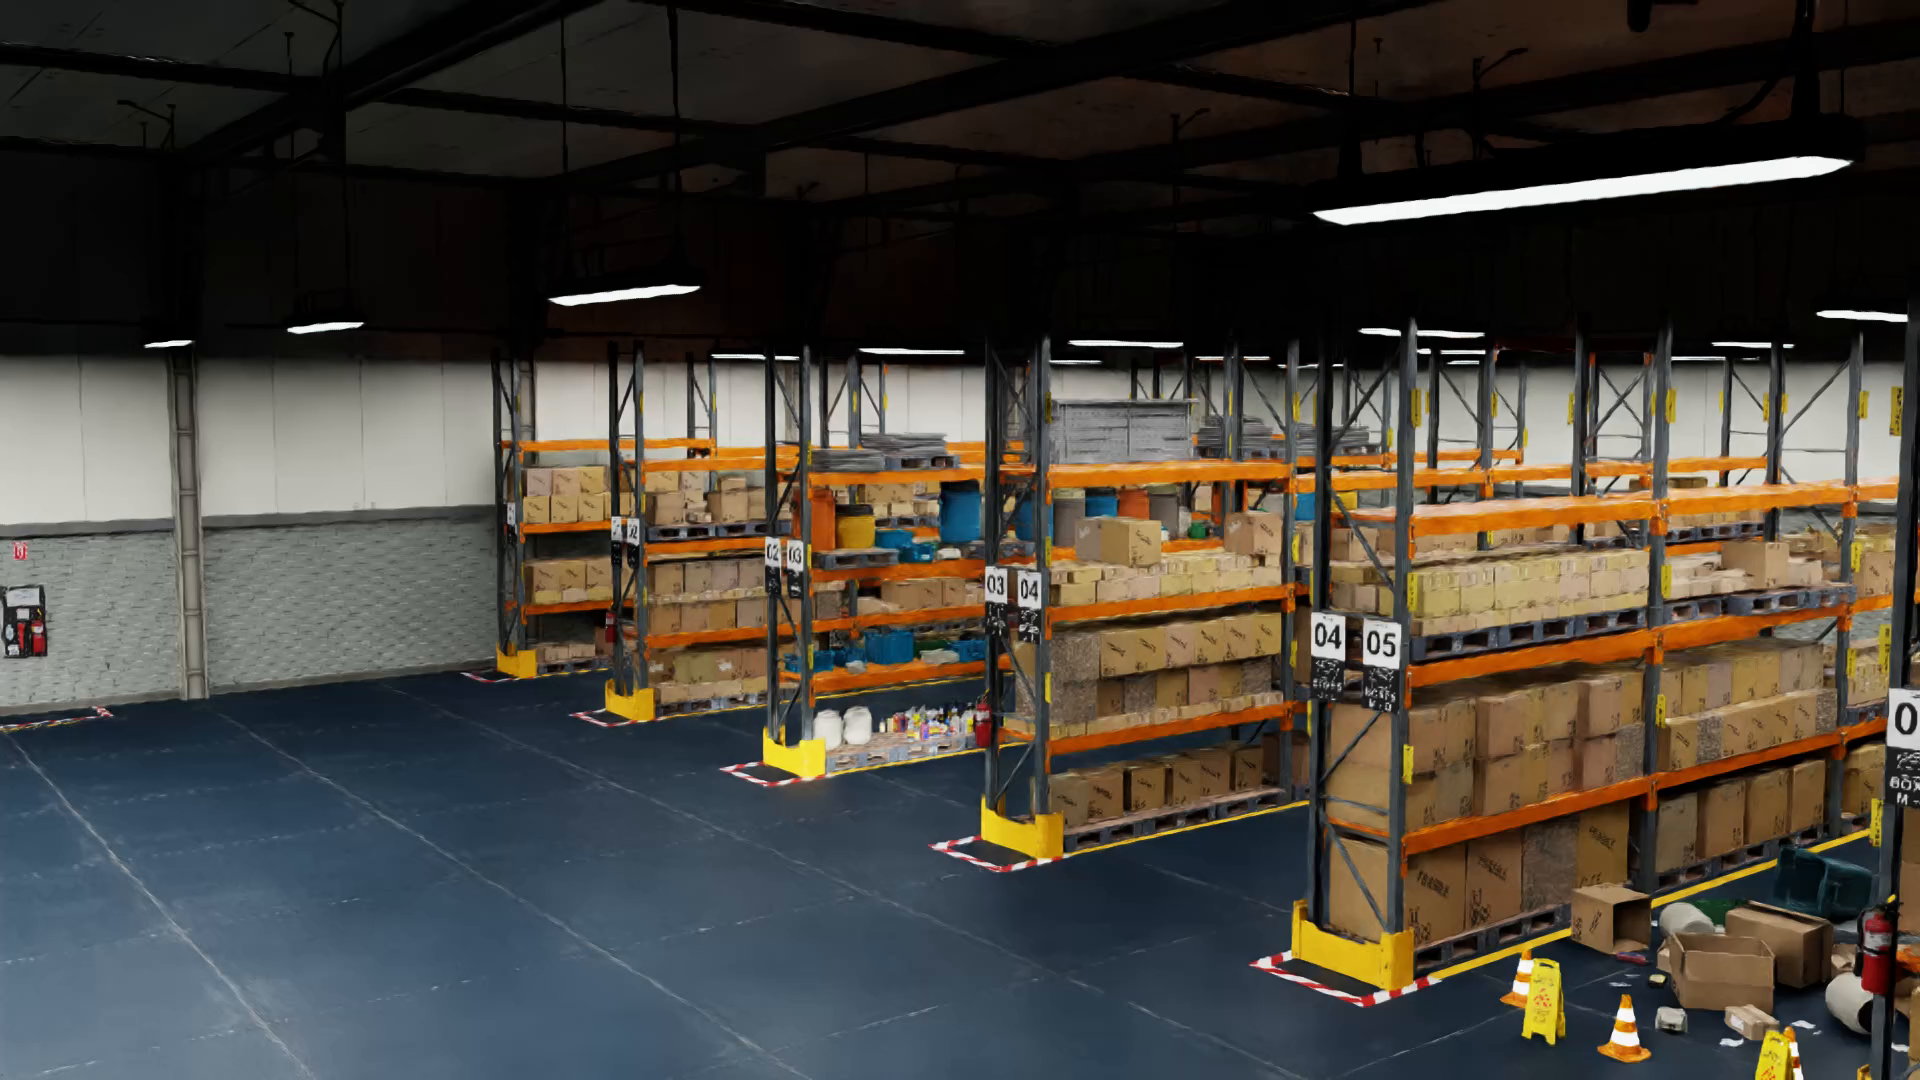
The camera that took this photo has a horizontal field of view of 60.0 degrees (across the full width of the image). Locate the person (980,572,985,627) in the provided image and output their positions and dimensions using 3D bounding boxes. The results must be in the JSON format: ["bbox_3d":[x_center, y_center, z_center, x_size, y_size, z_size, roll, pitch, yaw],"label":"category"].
[{"bbox_3d":[0.567,1.401,34.086,1.037,1.517,0.417,-3,6,-35],"label":"person"}]

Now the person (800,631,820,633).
[{"bbox_3d":[-2.920,1.449,32.517,0.552,1.742,0.677,-4,6,-38],"label":"person"}]
